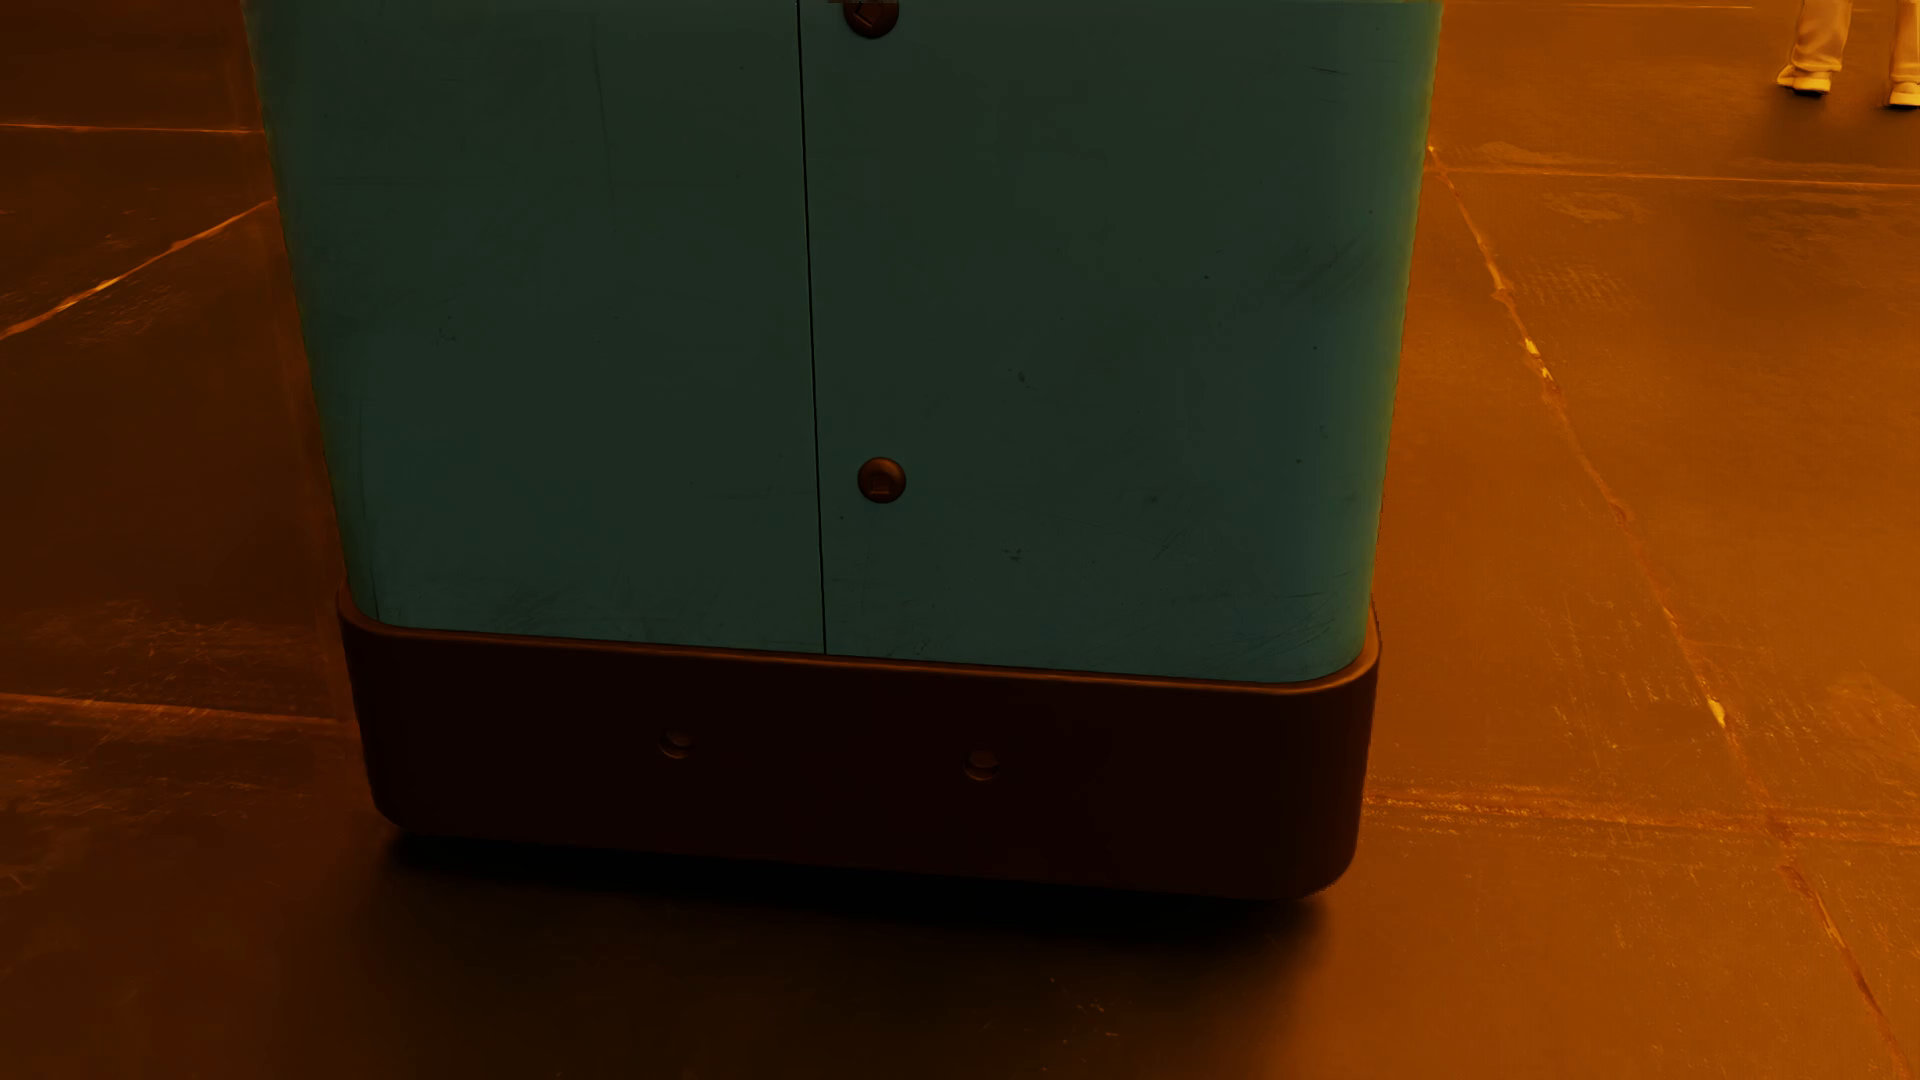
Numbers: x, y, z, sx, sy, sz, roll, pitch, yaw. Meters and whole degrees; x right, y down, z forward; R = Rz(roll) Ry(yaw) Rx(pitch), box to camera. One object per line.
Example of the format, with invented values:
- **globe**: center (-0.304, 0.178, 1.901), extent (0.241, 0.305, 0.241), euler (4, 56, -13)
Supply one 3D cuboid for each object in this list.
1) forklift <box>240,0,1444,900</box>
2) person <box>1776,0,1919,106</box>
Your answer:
- **forklift**: center (0.060, -1.588, 2.399), extent (1.130, 2.935, 3.031), euler (3, 27, 6)
- **person**: center (2.884, -2.227, 5.003), extent (0.681, 1.799, 0.504), euler (12, 29, 23)
